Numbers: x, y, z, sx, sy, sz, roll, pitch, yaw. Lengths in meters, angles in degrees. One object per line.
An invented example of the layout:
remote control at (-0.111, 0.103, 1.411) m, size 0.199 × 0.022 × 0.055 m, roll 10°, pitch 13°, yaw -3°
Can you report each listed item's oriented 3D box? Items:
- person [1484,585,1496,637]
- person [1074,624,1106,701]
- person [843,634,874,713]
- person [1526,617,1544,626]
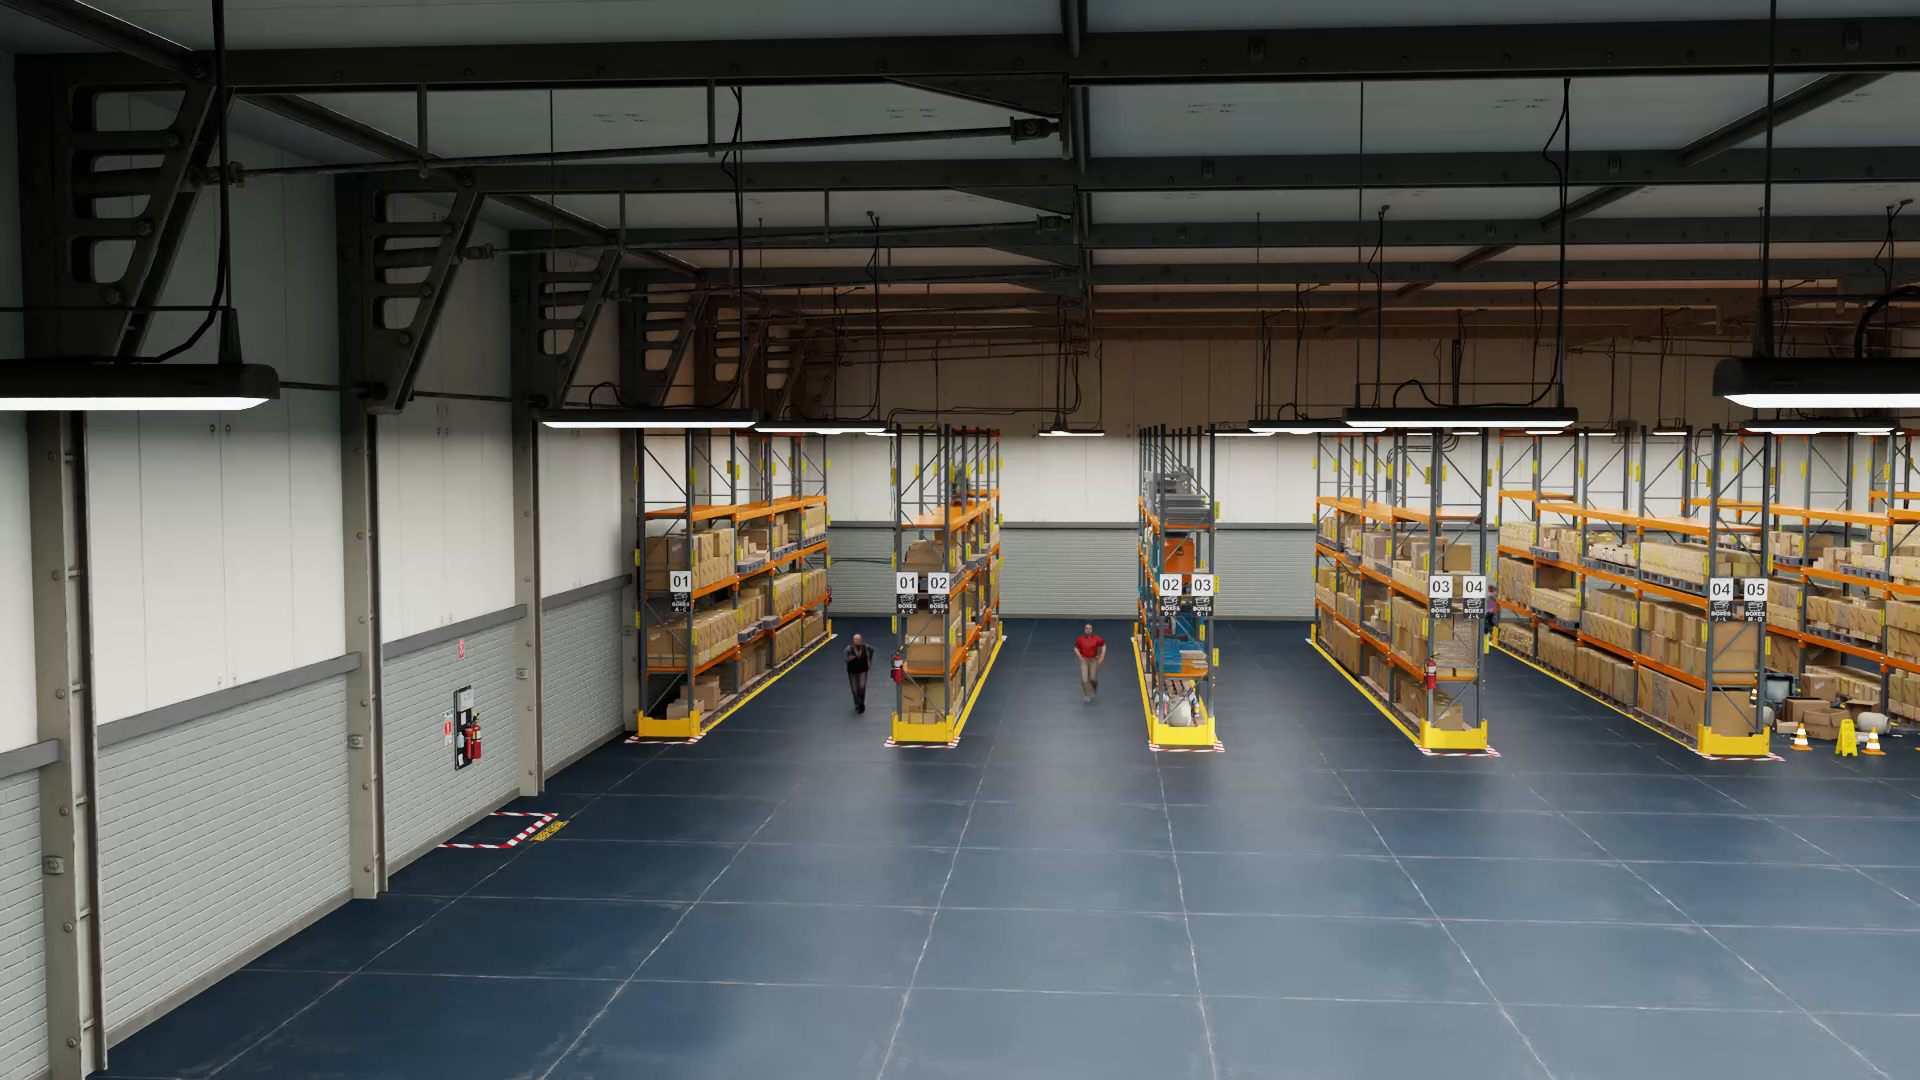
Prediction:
person at (15.136, 2.057, 47.470) m, size 0.609 × 1.585 × 0.607 m, roll 1°, pitch 4°, yaw 12°
person at (2.824, 2.677, 36.235) m, size 0.686 × 1.687 × 0.617 m, roll 1°, pitch 4°, yaw 9°
person at (-2.110, 2.767, 34.543) m, size 0.637 × 1.654 × 0.891 m, roll 0°, pitch 3°, yaw 0°
person at (16.355, 1.973, 47.249) m, size 0.751 × 1.749 × 0.684 m, roll 0°, pitch 3°, yaw 0°
